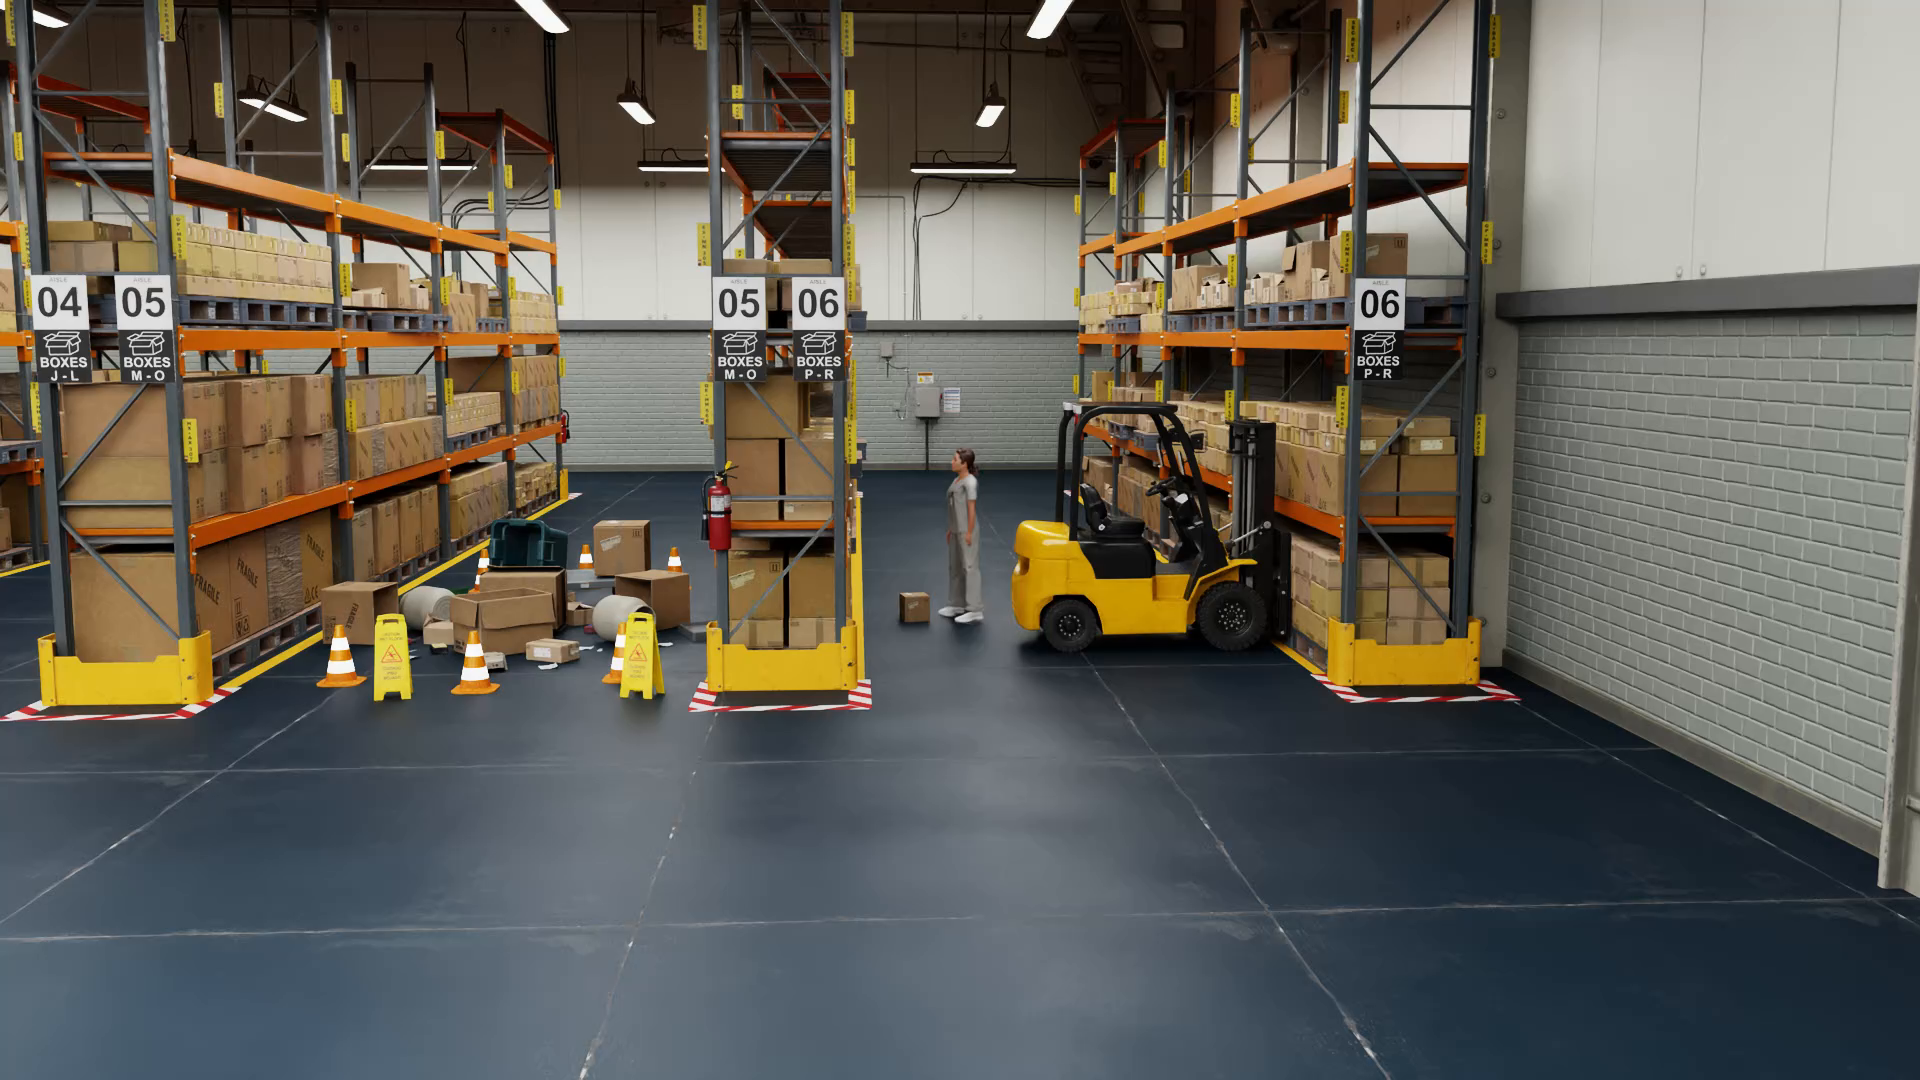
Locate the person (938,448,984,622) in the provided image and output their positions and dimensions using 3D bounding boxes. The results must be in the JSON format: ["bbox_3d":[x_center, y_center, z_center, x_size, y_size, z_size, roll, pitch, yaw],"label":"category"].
[{"bbox_3d":[0.028,-0.063,16.238,0.394,1.669,0.647,-3,8,-23],"label":"person"}]
